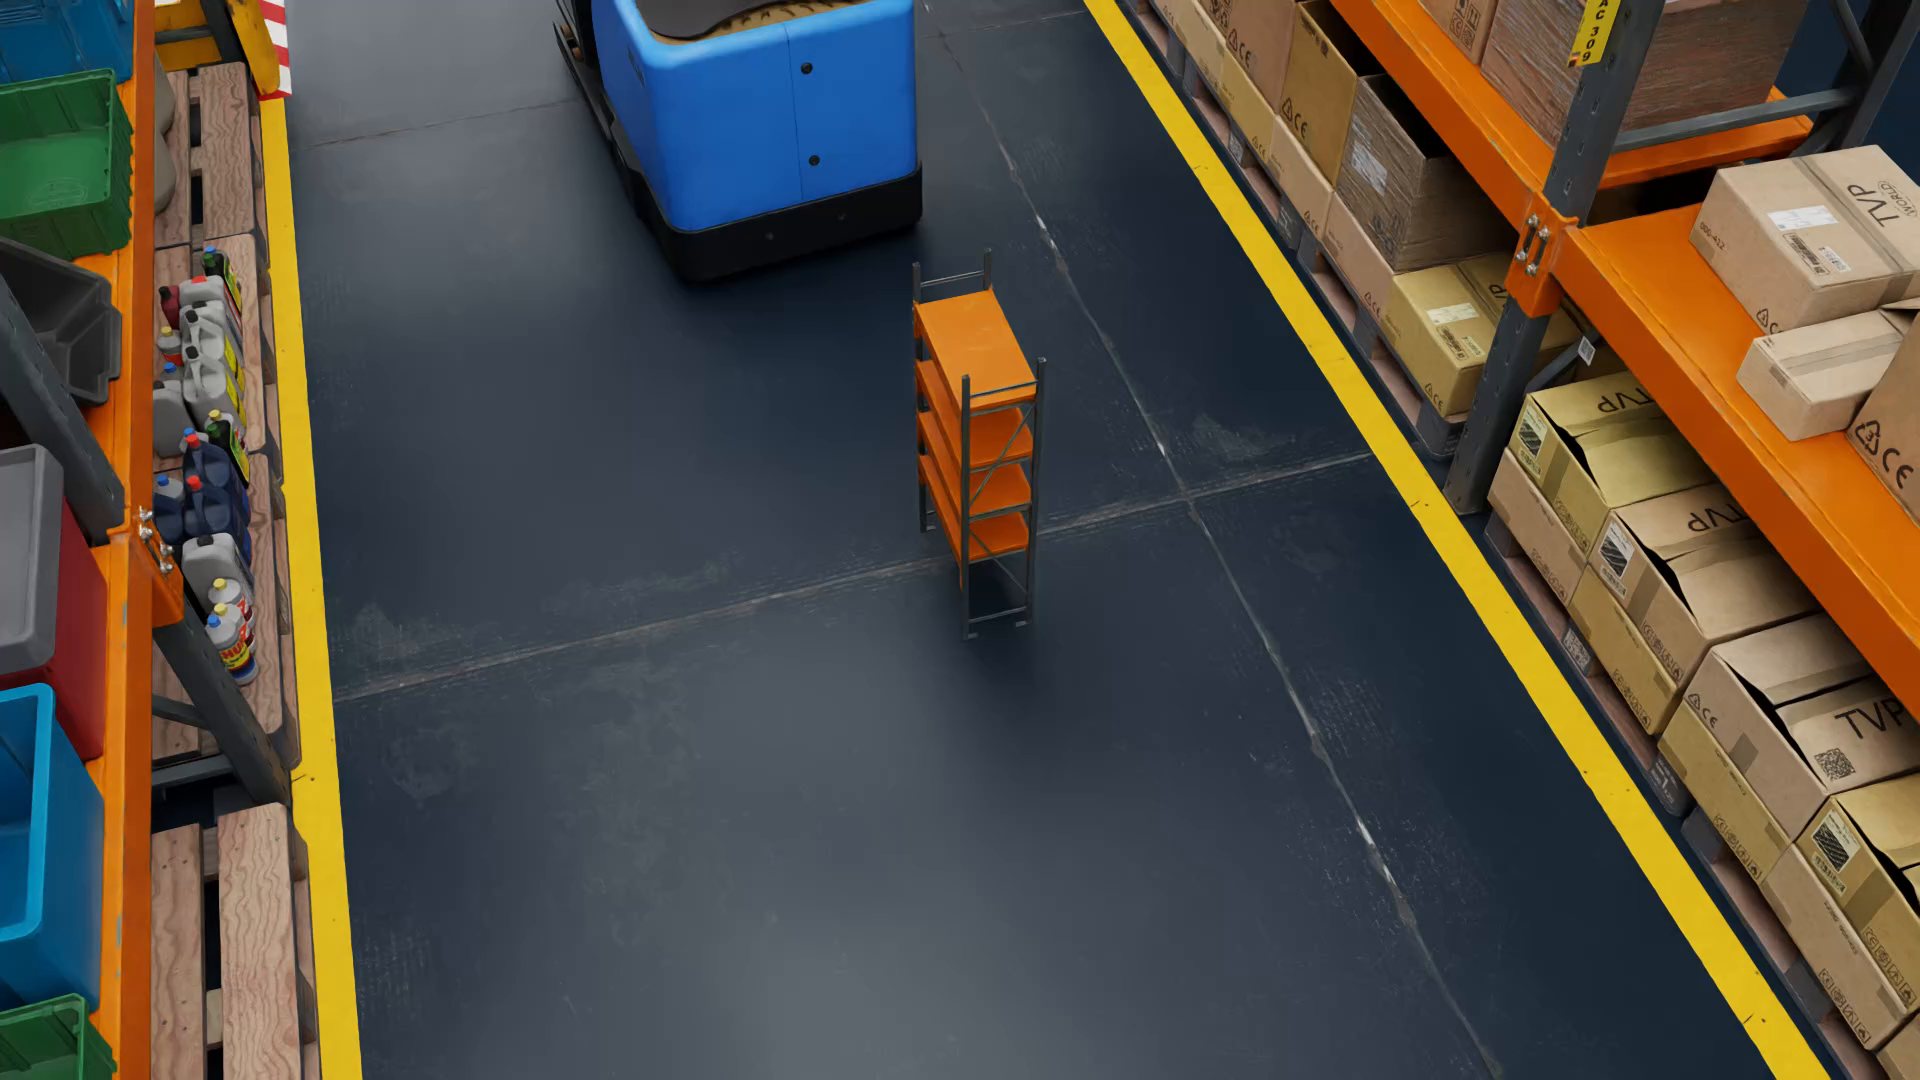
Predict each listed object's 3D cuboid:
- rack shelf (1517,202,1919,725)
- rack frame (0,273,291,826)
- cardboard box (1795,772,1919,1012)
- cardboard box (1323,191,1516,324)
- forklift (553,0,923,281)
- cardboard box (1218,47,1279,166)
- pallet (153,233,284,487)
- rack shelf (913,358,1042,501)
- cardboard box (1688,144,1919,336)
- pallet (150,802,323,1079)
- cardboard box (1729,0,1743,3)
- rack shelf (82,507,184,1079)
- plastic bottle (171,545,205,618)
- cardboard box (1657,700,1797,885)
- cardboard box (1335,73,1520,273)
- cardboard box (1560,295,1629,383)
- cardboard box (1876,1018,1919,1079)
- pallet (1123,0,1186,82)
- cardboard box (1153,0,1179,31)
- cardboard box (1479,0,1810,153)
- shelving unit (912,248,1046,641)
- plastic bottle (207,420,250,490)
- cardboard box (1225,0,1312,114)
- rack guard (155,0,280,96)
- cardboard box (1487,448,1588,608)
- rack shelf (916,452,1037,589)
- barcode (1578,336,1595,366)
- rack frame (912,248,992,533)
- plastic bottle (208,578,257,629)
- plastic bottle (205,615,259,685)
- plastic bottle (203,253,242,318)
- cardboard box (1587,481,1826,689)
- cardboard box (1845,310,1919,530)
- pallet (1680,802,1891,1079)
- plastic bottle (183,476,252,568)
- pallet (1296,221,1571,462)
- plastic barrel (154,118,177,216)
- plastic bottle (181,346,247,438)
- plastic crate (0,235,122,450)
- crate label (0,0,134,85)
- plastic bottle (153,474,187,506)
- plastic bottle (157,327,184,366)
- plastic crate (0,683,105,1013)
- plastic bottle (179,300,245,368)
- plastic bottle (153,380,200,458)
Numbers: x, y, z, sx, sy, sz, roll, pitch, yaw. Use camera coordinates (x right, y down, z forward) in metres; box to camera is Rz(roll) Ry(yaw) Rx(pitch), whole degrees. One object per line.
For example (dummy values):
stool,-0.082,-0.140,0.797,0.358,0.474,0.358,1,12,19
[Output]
rack shelf,2.792,0.490,3.845,1.077,0.370,4.000,-13,51,-11
rack frame,-2.532,-0.085,3.860,1.000,3.000,0.127,-13,51,-11
cardboard box,2.541,0.848,4.230,0.500,0.311,0.500,-12,51,-10
cardboard box,1.716,-1.108,6.246,0.500,0.250,0.500,-13,51,-11
forklift,-1.191,-3.108,6.453,1.130,2.935,3.031,-18,52,-14
cardboard box,1.406,-1.835,6.859,0.500,0.250,0.500,-13,51,-11
pallet,-3.055,-0.579,6.100,1.003,0.211,1.213,-13,51,-11
rack shelf,0.049,-0.367,5.070,0.258,0.148,0.480,-13,51,-11
cardboard box,2.388,-0.804,4.564,0.500,0.250,0.500,-10,51,-9
pallet,-2.263,1.378,4.450,1.003,0.211,1.213,-13,51,-11
cardboard box,2.306,-1.684,4.718,0.380,0.149,0.250,-13,51,-11
rack shelf,-1.941,1.607,2.903,1.077,0.370,4.000,-13,51,-11
plastic bottle,-2.431,0.111,5.183,0.061,0.283,0.133,-13,51,-11
cardboard box,2.389,0.650,4.763,0.500,0.250,0.500,-15,51,-12
cardboard box,1.718,-1.350,5.960,0.500,0.500,0.500,-13,51,-11
cardboard box,2.353,-0.859,6.036,0.500,0.250,0.500,-13,51,-11
cardboard box,2.693,1.397,4.134,0.500,0.250,0.500,-12,51,-10
pallet,1.284,-2.676,7.868,1.003,0.211,1.213,-13,51,-11
cardboard box,1.115,-2.567,7.476,0.500,0.250,0.500,-13,51,-11
cardboard box,2.063,-1.557,5.036,0.700,0.500,0.500,-15,51,-12
shelving unit,0.049,-0.266,5.189,0.258,1.200,0.503,-13,51,-11
plastic bottle,-2.439,-0.303,5.532,0.061,0.283,0.133,-11,51,-9
cardboard box,1.405,-2.077,6.572,0.500,0.500,0.500,-13,51,-11
rack guard,-3.648,-2.156,7.241,1.175,0.500,0.348,-13,51,-11
cardboard box,2.083,-0.101,5.397,0.500,0.250,0.500,-14,51,-12
rack shelf,0.049,-0.094,5.393,0.258,0.148,0.480,-13,51,-11
barcode,1.878,-0.567,4.986,0.001,0.075,0.075,-13,51,-11
rack frame,-0.023,-0.444,5.340,0.240,1.200,0.015,-13,51,-11
plastic bottle,-2.268,0.195,5.167,0.097,0.201,0.097,0,50,0
plastic bottle,-2.208,0.321,5.015,0.097,0.271,0.097,0,50,0
plastic bottle,-2.701,-0.949,6.077,0.061,0.283,0.133,-12,51,-10
cardboard box,2.228,0.093,4.867,0.500,0.311,0.500,-14,51,-11
cardboard box,2.568,-0.285,3.963,0.500,0.500,0.500,-10,51,-8
pallet,2.820,1.118,4.669,1.003,0.211,1.213,-13,51,-11
plastic bottle,-2.375,-0.057,5.281,0.144,0.351,0.185,-12,51,-10
pallet,2.006,-0.894,6.365,1.003,0.211,1.213,-13,51,-11
plastic barrel,-3.299,-1.511,6.414,0.421,0.512,0.421,0,50,0
plastic bottle,-2.556,-0.505,5.659,0.144,0.351,0.185,-14,51,-11
plastic crate,-2.566,-0.476,4.230,0.767,0.338,0.504,-13,51,-11
crate label,-2.912,-1.735,5.228,0.502,0.435,0.616,-13,51,-11
plastic bottle,-2.533,-0.110,5.377,0.097,0.271,0.097,0,50,0
plastic bottle,-2.777,-0.671,5.896,0.097,0.201,0.097,0,50,0
plastic crate,-1.909,0.655,3.246,0.392,0.384,0.575,-13,51,-11
plastic bottle,-2.664,-0.737,5.903,0.152,0.276,0.135,-15,51,-12
plastic bottle,-2.690,-0.429,5.643,0.152,0.276,0.135,-13,51,-11
